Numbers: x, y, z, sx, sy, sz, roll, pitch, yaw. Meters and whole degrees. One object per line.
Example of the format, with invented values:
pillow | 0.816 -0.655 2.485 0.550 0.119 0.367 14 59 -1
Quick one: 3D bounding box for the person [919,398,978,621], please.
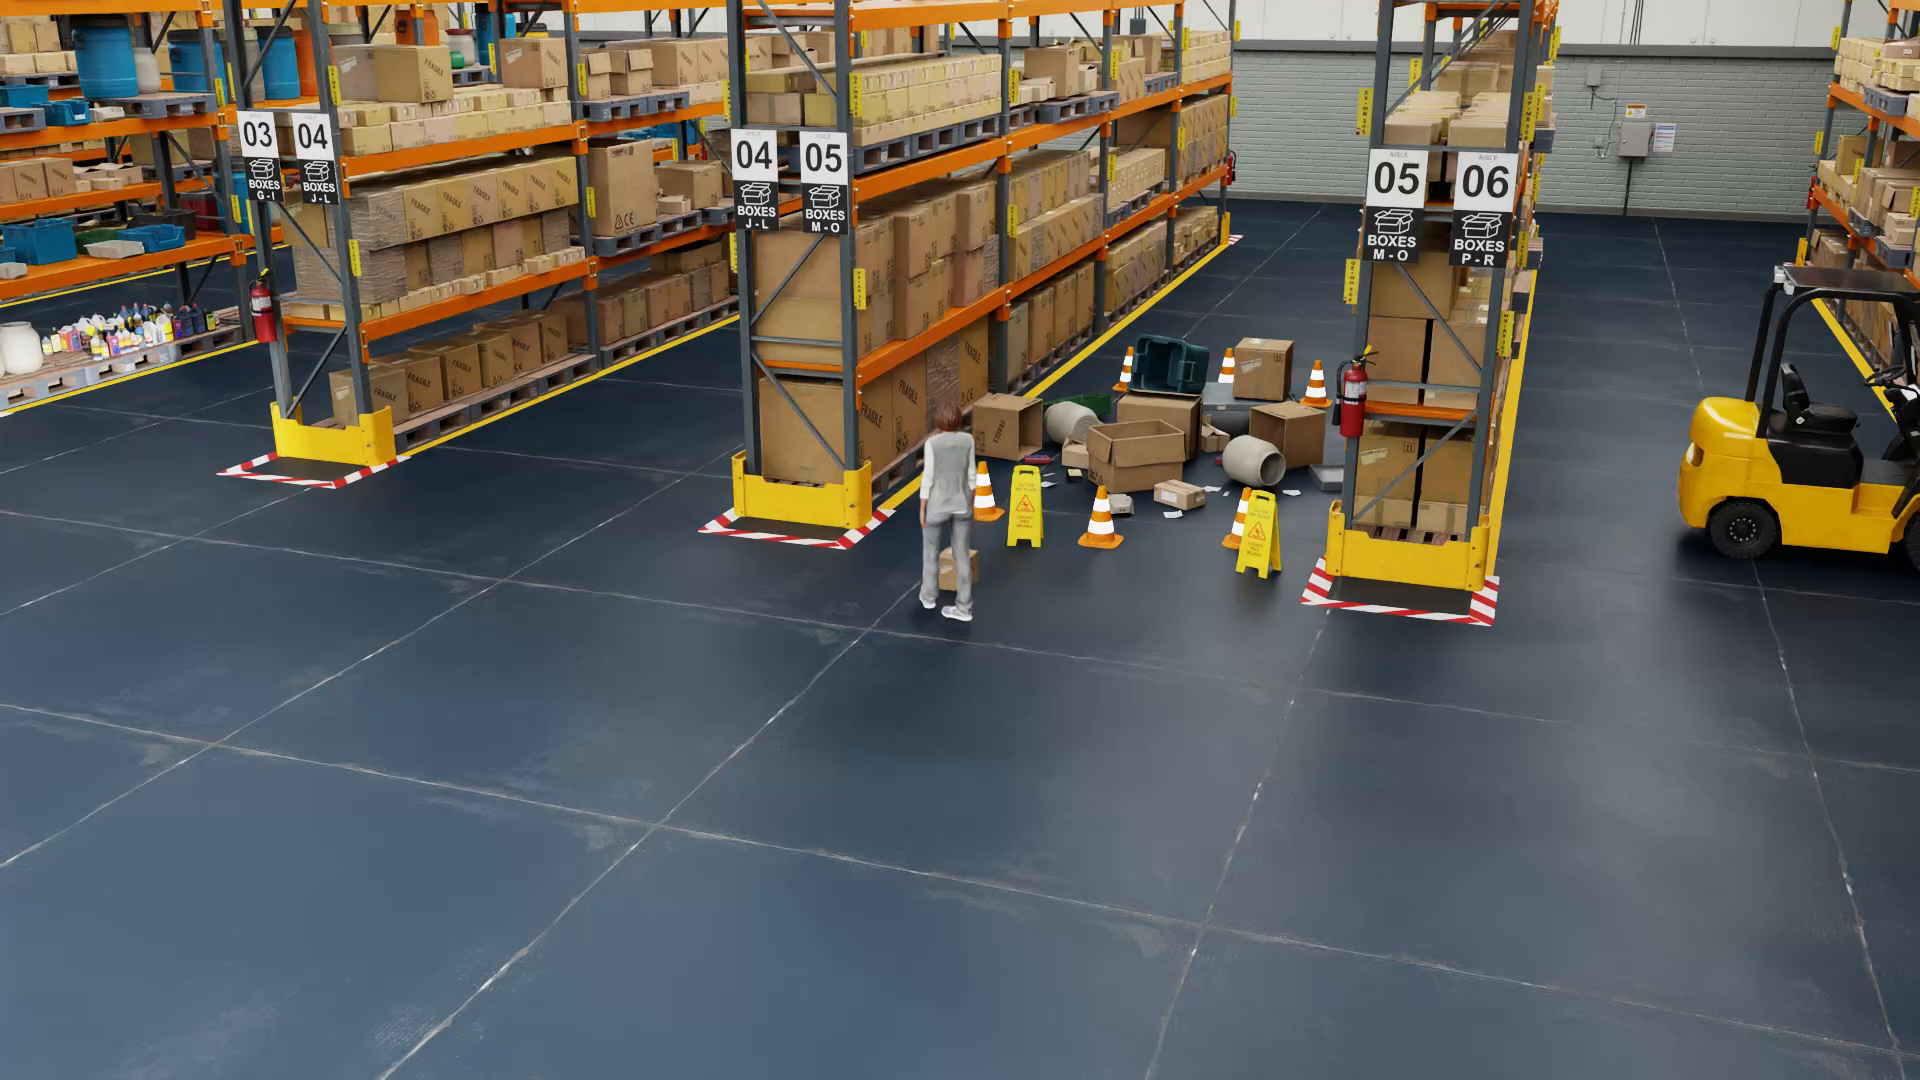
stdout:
person | -0.102 -0.237 11.758 0.419 1.580 0.619 -5 20 -15
